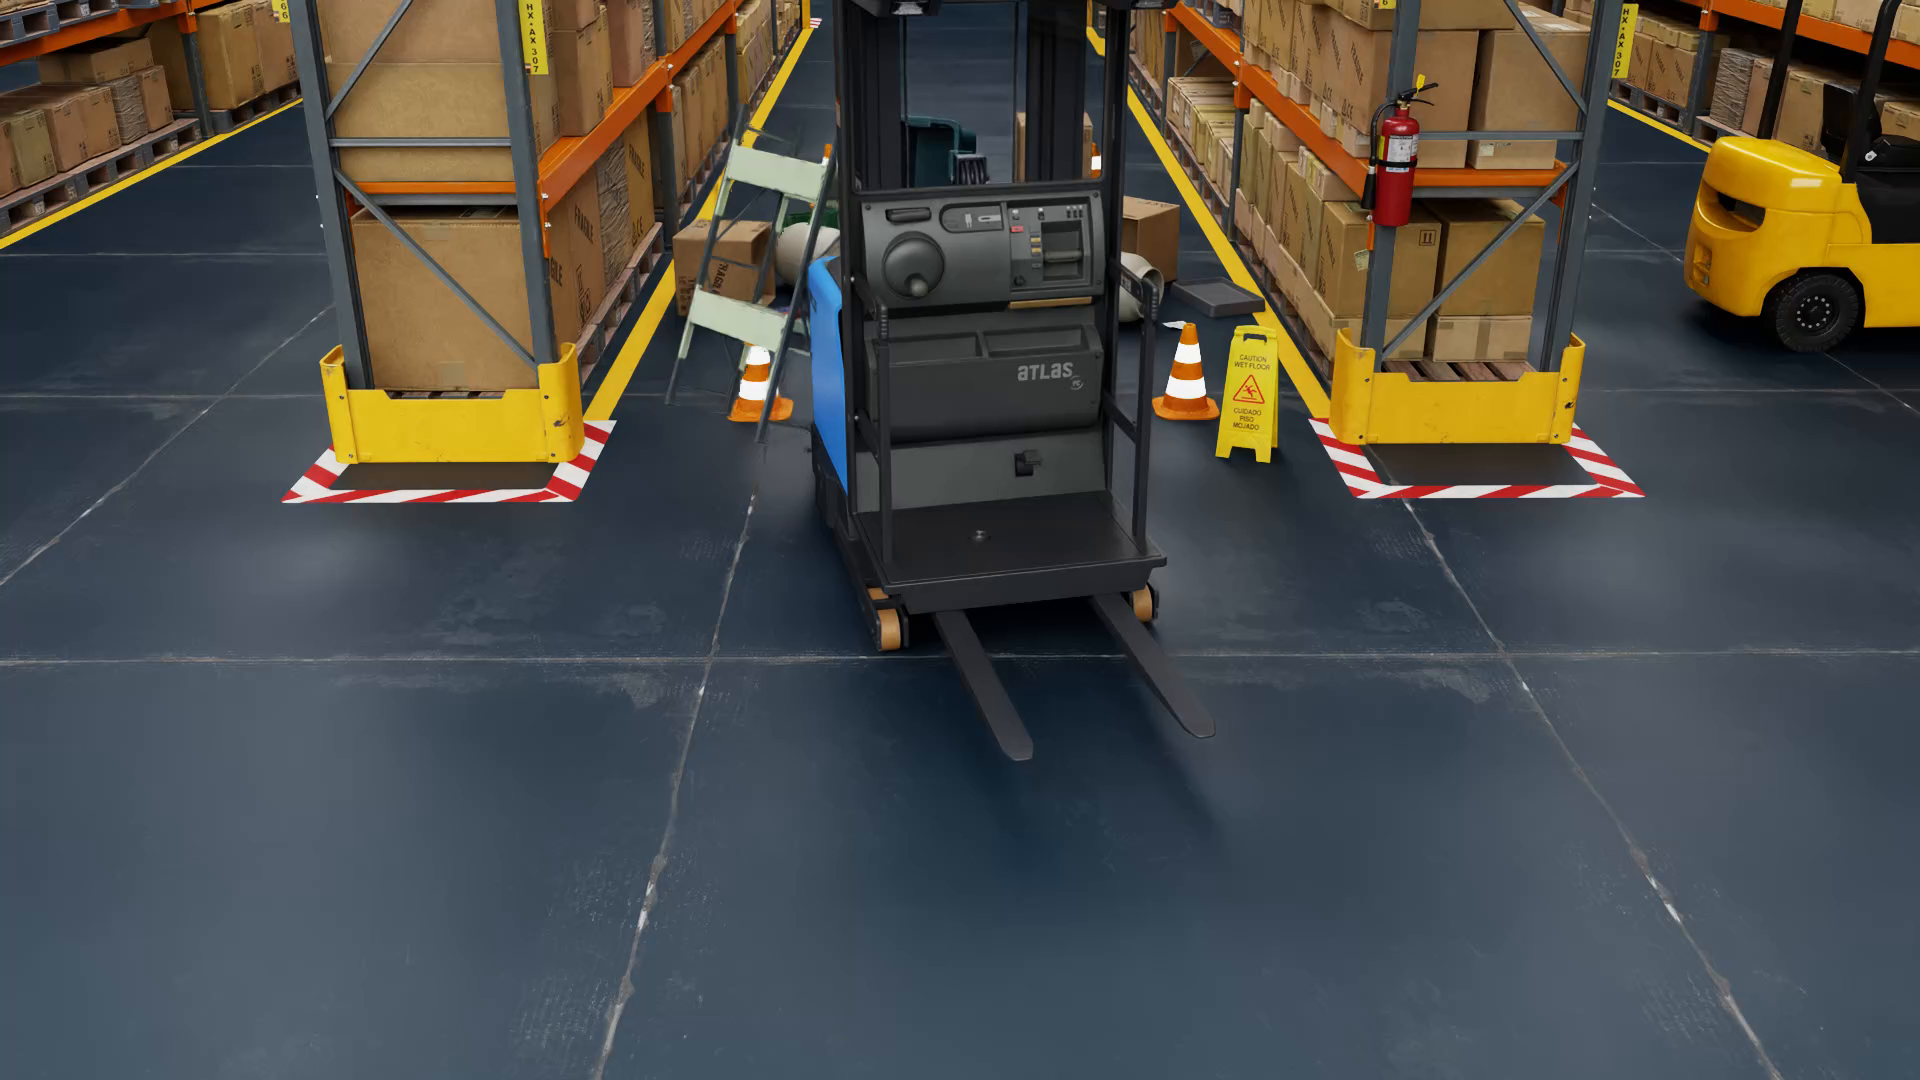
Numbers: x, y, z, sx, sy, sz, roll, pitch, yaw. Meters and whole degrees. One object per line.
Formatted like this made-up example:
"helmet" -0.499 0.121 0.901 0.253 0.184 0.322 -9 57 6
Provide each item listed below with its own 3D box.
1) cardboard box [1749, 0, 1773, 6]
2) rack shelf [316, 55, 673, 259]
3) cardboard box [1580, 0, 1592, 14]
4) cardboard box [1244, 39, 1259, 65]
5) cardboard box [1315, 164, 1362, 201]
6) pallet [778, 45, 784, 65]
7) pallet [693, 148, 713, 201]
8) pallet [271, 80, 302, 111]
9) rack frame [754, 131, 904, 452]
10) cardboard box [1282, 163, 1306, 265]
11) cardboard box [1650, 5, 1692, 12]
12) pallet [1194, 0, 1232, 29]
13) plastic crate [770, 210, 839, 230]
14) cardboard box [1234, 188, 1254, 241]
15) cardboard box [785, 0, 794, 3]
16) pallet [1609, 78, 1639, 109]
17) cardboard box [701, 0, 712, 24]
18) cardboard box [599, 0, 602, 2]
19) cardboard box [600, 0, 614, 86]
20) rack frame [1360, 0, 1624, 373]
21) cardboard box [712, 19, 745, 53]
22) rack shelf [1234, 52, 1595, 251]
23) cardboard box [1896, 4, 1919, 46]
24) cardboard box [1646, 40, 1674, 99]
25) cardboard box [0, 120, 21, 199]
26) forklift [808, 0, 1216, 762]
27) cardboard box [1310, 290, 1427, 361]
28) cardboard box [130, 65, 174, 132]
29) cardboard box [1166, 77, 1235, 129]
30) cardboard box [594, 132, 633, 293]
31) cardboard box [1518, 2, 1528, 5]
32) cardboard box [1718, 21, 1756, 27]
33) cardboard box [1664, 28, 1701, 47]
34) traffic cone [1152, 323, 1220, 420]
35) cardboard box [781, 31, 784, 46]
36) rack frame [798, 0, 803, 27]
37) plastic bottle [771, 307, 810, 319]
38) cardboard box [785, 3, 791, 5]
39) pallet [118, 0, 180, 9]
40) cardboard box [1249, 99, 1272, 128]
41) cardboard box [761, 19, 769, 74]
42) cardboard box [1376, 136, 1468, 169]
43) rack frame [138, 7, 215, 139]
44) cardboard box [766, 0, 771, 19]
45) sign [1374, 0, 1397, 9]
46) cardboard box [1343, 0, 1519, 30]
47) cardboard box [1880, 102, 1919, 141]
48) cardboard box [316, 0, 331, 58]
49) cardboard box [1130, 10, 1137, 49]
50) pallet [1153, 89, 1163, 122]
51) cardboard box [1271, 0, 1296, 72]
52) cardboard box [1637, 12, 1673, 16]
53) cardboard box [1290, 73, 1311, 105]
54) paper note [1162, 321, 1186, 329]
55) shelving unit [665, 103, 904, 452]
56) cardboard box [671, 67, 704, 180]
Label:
"cardboard box" 7.121 -4.746 14.285 0.500 0.250 0.500 -1 24 -2
"rack shelf" -2.486 -2.318 9.607 1.077 0.370 4.000 0 24 -1
"cardboard box" 7.135 -5.939 18.478 0.380 0.149 0.250 -1 24 -2
"cardboard box" 2.123 -3.288 11.184 0.380 0.149 0.250 0 24 -1
"cardboard box" 2.144 -1.941 9.031 0.380 0.149 0.250 0 24 1
"pallet" -2.638 -5.772 19.756 1.003 0.211 1.213 0 24 -1
"pallet" -2.608 -3.020 13.672 1.003 0.211 1.213 0 24 -1
"pallet" -7.456 -4.693 17.371 1.003 0.211 1.213 0 24 -1
"rack frame" -0.608 -1.150 7.746 0.023 1.500 0.400 23 11 42
"cardboard box" 2.207 -1.917 9.766 0.500 0.500 0.500 -1 24 -2
"cardboard box" 7.607 -5.624 17.781 0.380 0.149 0.250 0 24 1
"pallet" 2.459 -4.279 13.303 1.003 0.211 1.213 0 24 -1
"plastic crate" -1.196 -2.149 11.703 0.450 0.188 0.662 3 22 31
"cardboard box" 2.177 -2.228 11.362 0.500 0.250 0.500 -1 24 -3
"cardboard box" -2.307 -6.933 21.168 0.380 0.149 0.250 1 24 1
"pallet" 7.380 -4.744 17.483 1.003 0.211 1.213 0 24 -1
"cardboard box" -2.259 -4.356 13.120 0.500 0.500 0.500 0 24 0
"cardboard box" -2.548 -3.428 9.698 0.875 0.550 0.550 0 24 -1
"cardboard box" -2.575 -2.936 9.920 0.875 0.550 0.550 0 24 -1
"rack frame" 2.484 -1.885 7.778 1.000 3.000 0.127 0 24 -1
"cardboard box" -2.317 -4.797 15.830 0.500 0.250 0.500 -1 24 -3
"rack shelf" 2.462 -2.381 9.748 1.077 0.370 4.000 0 24 -1
"cardboard box" 7.137 -3.695 11.963 0.500 0.250 0.500 0 24 1
"cardboard box" 7.146 -4.637 16.387 0.500 0.500 0.500 -1 24 -1
"cardboard box" -7.454 -2.803 12.308 0.700 0.500 0.500 -2 24 -5
"forklift" 0.145 -1.083 6.088 1.130 2.935 3.031 -6 25 -12
"cardboard box" 2.206 -1.165 9.014 0.500 0.250 0.500 0 24 -1
"cardboard box" -7.485 -3.923 14.782 0.700 0.500 0.500 -2 24 -3
"cardboard box" 2.393 -3.943 15.007 0.950 0.372 0.625 -2 24 -4
"cardboard box" -2.558 -2.062 10.237 0.875 0.875 0.875 0 24 0
"cardboard box" 2.741 -2.686 9.067 0.500 0.500 0.500 -1 24 -2
"cardboard box" 7.697 -5.094 16.609 0.380 0.149 0.250 -1 24 -3
"cardboard box" 7.068 -4.868 16.110 0.380 0.149 0.250 -1 24 -3
"traffic cone" 1.190 -0.901 8.680 0.336 0.463 0.334 0 24 -1
"cardboard box" -2.281 -5.919 19.648 0.380 0.149 0.250 0 24 1
"rack frame" -2.639 -8.414 22.214 1.000 3.000 0.127 0 24 -1
"plastic bottle" -1.065 -1.395 10.260 0.283 0.061 0.133 -9 26 -19
"cardboard box" -2.338 -6.693 20.997 0.380 0.149 0.250 1 24 2
"pallet" -7.398 -4.756 14.360 1.213 0.211 1.003 0 24 -1
"cardboard box" 2.118 -2.813 10.960 0.380 0.149 0.250 0 24 0
"cardboard box" -2.330 -5.303 17.859 0.500 0.500 0.500 -1 24 -2
"cardboard box" 2.266 -1.924 8.168 0.380 0.149 0.250 1 24 1
"rack frame" -7.512 -5.137 14.968 1.000 3.000 0.127 0 24 -1
"cardboard box" -2.334 -5.854 18.168 0.500 0.250 0.500 -1 24 -2
"sign" 1.929 -2.562 7.487 0.100 0.325 0.005 0 24 -1
"cardboard box" 2.260 -2.731 7.953 0.700 0.500 0.500 -1 24 -2
"cardboard box" 7.387 -2.881 12.353 0.875 0.625 0.625 1 24 2
"cardboard box" -7.529 -5.745 18.381 1.225 0.875 0.875 0 24 0
"cardboard box" 2.454 -6.113 19.726 0.875 0.438 0.875 -1 24 -1
"pallet" 2.464 -4.236 16.360 1.003 0.211 1.213 0 24 -1
"cardboard box" 2.188 -3.118 10.022 0.500 0.500 0.500 0 24 -1
"cardboard box" 7.163 -5.404 17.295 0.380 0.149 0.250 0 24 0
"cardboard box" 2.159 -2.657 9.789 0.380 0.149 0.250 0 24 -1
"paper note" 1.329 -1.314 10.119 0.142 0.019 0.148 -9 26 -19
"shelving unit" -0.859 -1.258 7.990 0.755 1.500 0.431 23 11 42
"cardboard box" -2.612 -3.289 13.102 1.050 0.750 0.750 0 24 -1
